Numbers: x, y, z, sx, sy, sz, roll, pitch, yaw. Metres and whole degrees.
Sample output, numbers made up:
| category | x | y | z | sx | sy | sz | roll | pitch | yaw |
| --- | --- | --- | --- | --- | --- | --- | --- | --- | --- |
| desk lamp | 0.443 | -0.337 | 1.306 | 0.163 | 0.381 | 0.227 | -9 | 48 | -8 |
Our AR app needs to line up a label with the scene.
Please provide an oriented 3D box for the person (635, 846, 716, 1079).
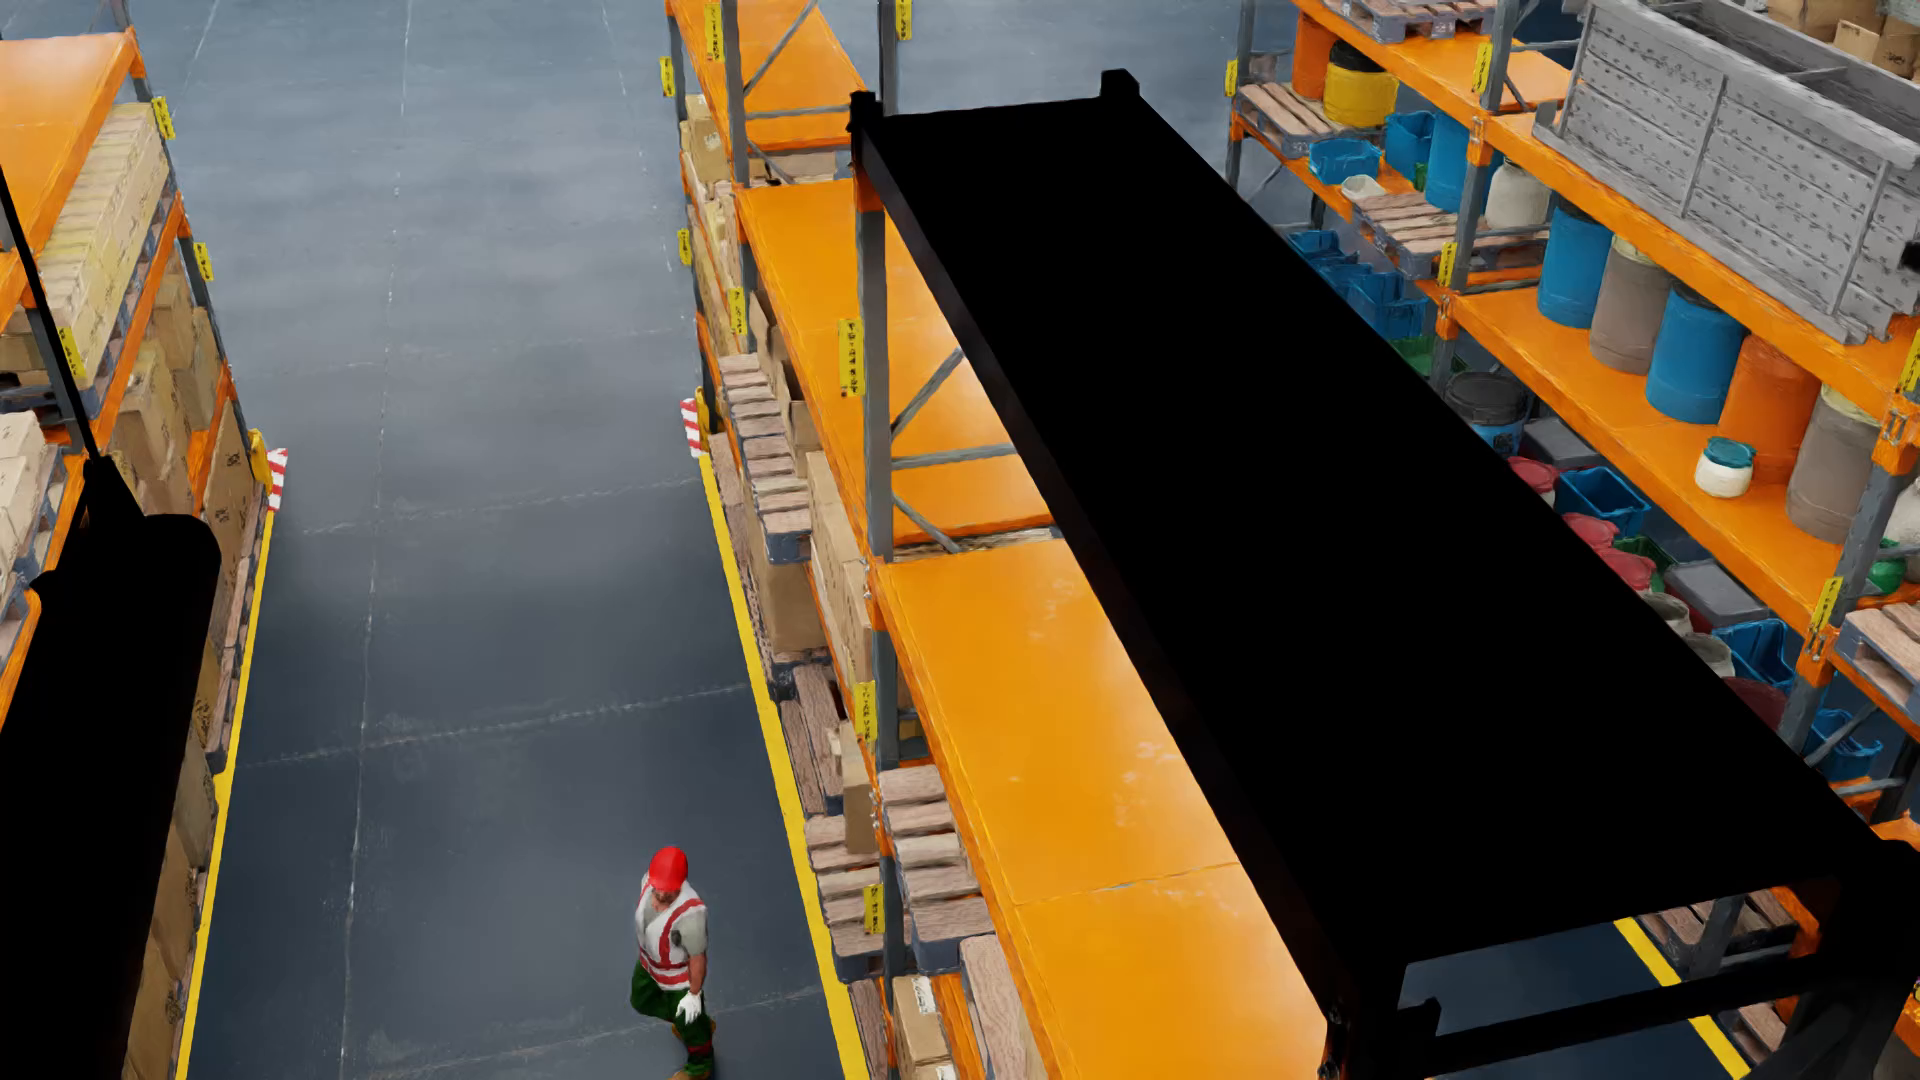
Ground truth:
| category | x | y | z | sx | sy | sz | roll | pitch | yaw |
| --- | --- | --- | --- | --- | --- | --- | --- | --- | --- |
| person | -1.546 | 2.324 | 9.119 | 0.439 | 1.786 | 0.563 | -25 | 42 | -32 |
